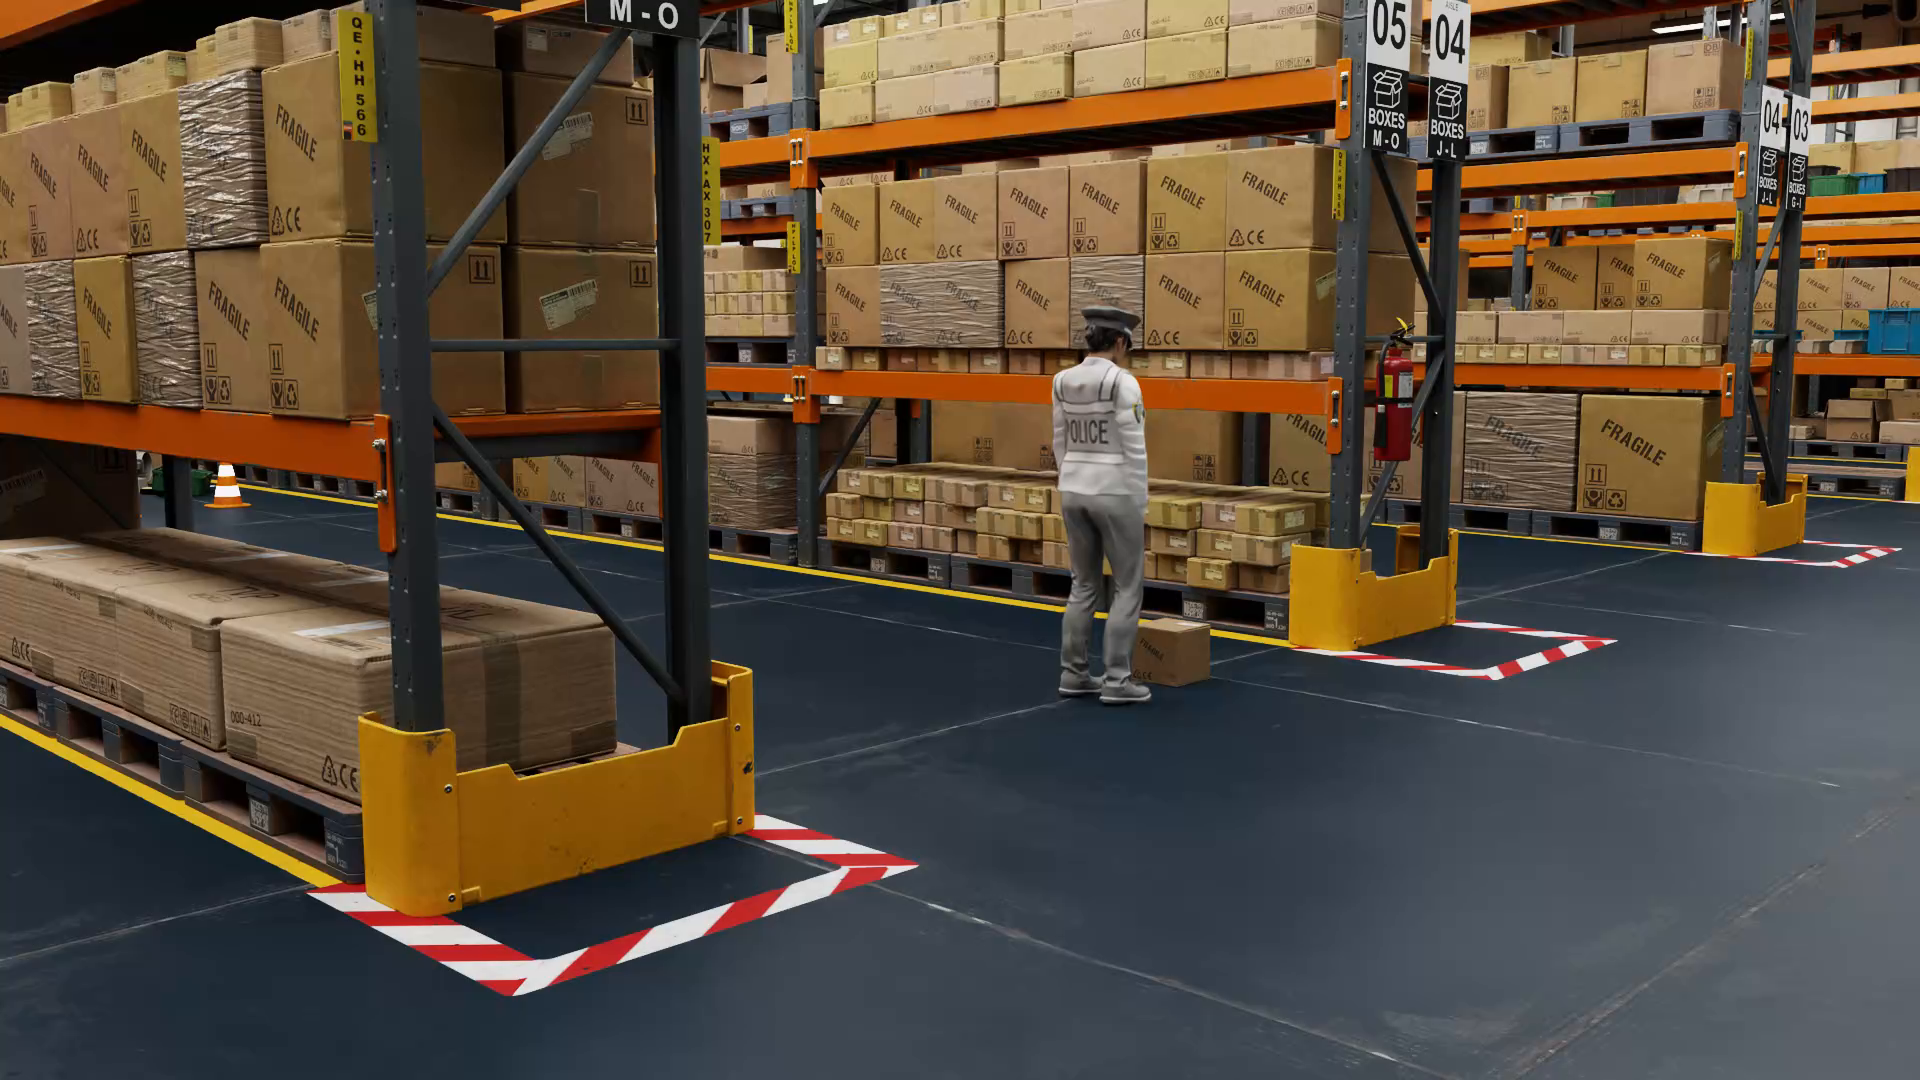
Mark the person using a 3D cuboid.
[{"bbox_3d":[0.593,-0.148,7.017,0.479,1.657,0.352,7,10,45],"label":"person"}]
